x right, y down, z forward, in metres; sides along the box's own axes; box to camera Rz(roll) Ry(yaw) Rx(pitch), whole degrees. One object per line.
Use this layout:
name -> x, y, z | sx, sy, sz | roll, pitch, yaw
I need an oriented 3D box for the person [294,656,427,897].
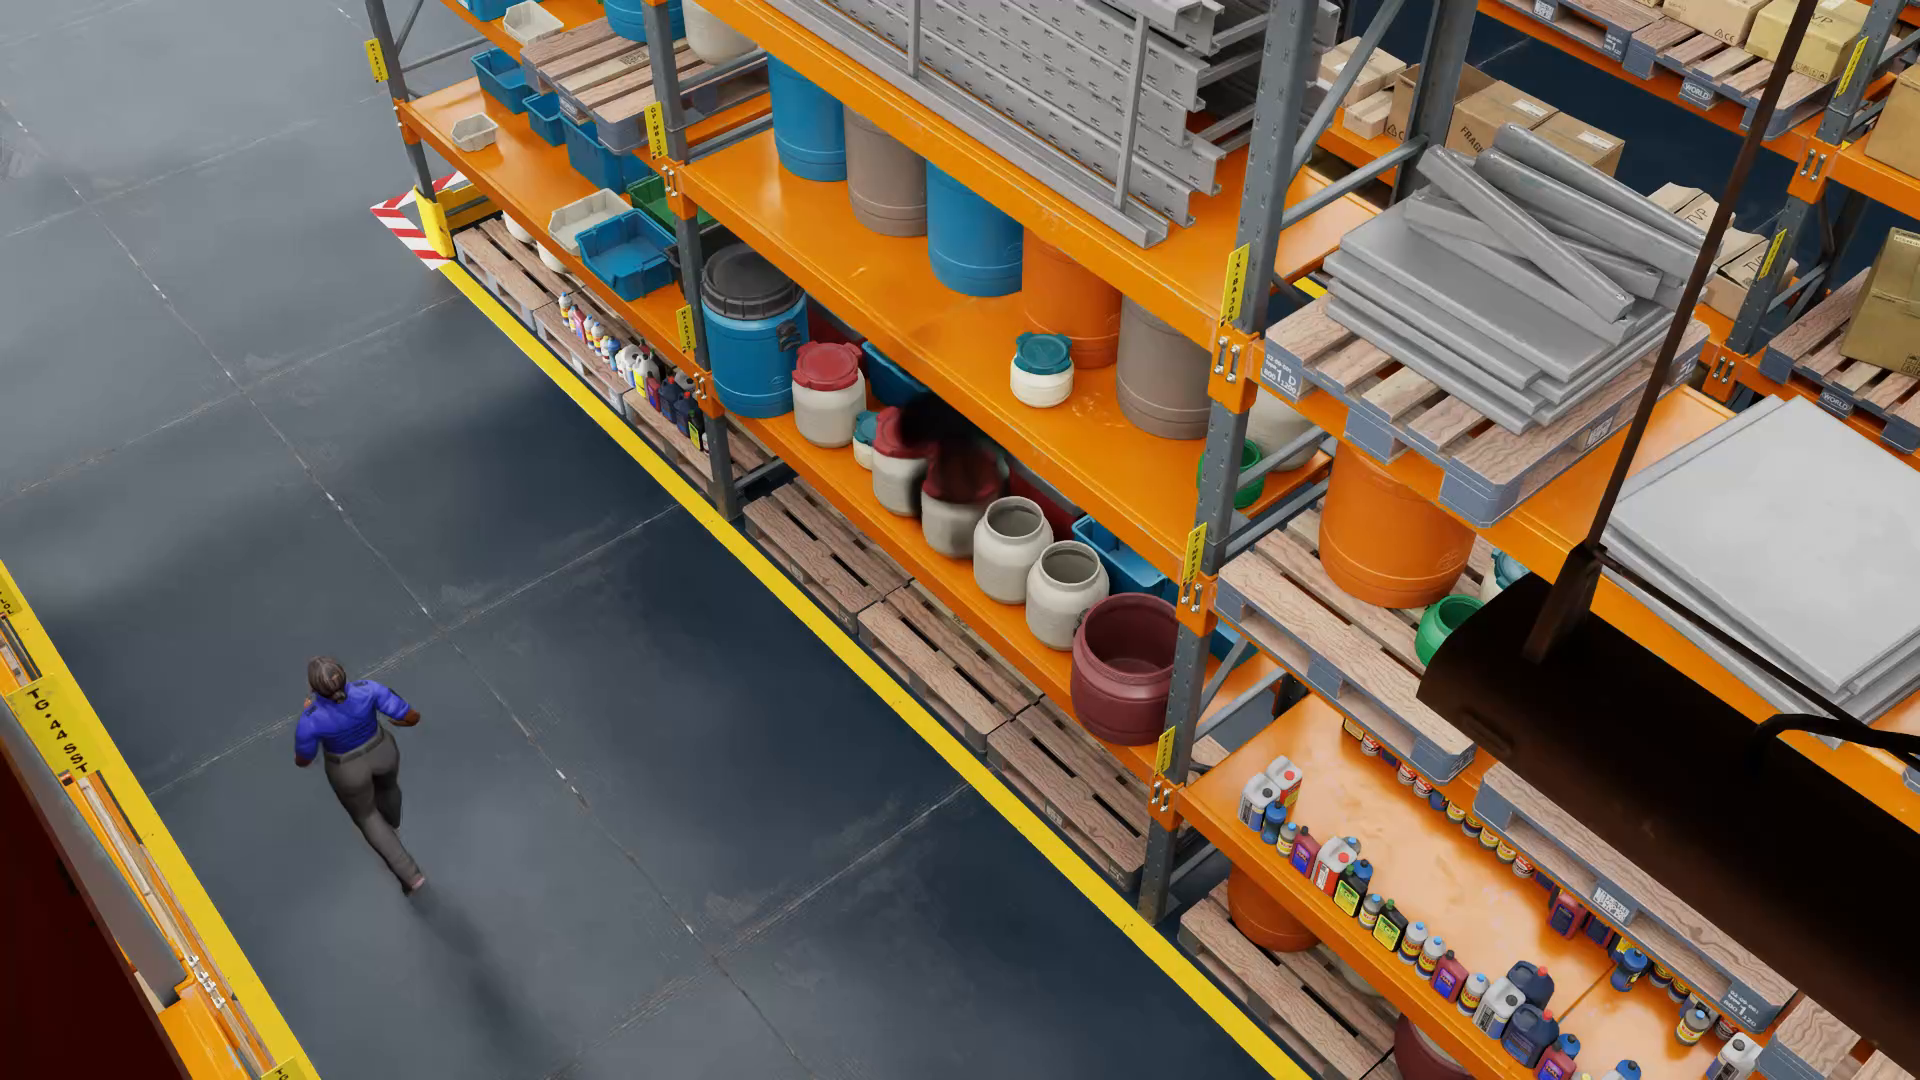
person -> -3.023, 1.114, 8.409 | 0.587, 1.650, 0.770 | -34, 55, -28
